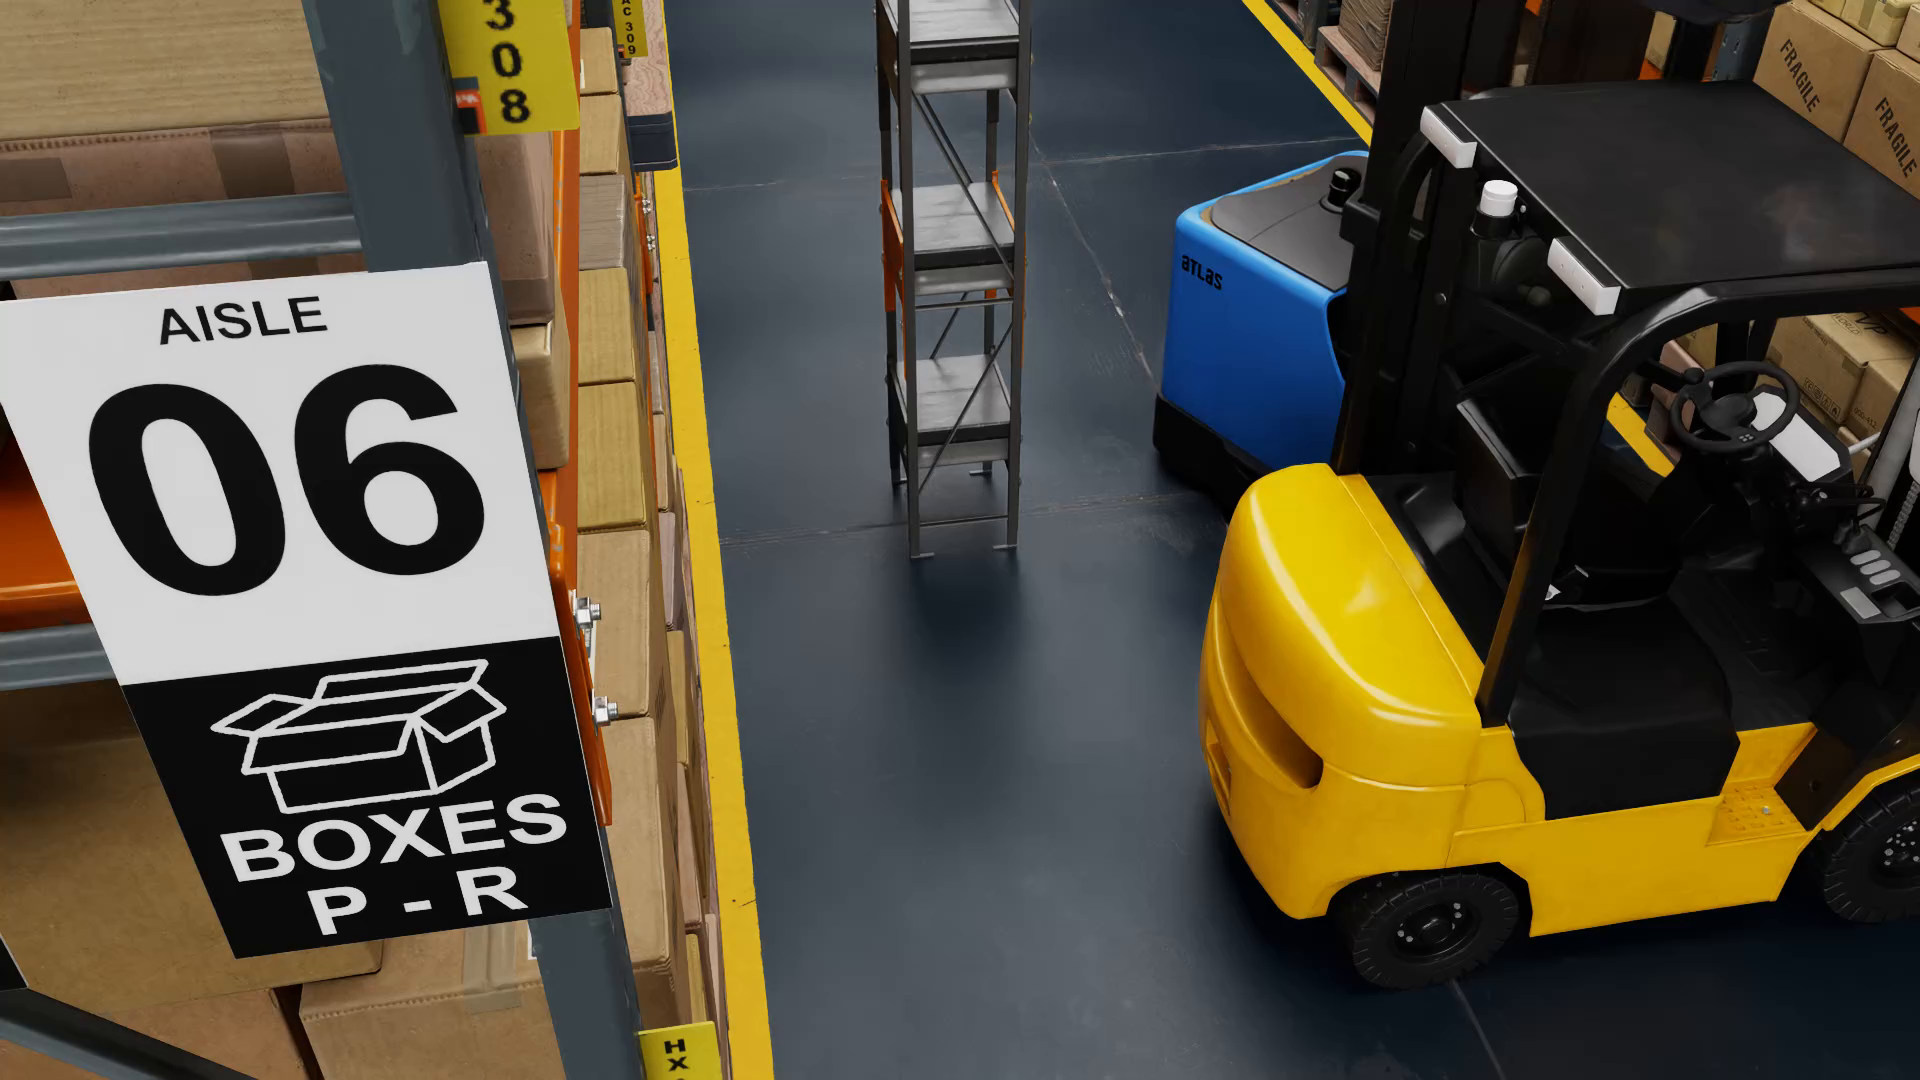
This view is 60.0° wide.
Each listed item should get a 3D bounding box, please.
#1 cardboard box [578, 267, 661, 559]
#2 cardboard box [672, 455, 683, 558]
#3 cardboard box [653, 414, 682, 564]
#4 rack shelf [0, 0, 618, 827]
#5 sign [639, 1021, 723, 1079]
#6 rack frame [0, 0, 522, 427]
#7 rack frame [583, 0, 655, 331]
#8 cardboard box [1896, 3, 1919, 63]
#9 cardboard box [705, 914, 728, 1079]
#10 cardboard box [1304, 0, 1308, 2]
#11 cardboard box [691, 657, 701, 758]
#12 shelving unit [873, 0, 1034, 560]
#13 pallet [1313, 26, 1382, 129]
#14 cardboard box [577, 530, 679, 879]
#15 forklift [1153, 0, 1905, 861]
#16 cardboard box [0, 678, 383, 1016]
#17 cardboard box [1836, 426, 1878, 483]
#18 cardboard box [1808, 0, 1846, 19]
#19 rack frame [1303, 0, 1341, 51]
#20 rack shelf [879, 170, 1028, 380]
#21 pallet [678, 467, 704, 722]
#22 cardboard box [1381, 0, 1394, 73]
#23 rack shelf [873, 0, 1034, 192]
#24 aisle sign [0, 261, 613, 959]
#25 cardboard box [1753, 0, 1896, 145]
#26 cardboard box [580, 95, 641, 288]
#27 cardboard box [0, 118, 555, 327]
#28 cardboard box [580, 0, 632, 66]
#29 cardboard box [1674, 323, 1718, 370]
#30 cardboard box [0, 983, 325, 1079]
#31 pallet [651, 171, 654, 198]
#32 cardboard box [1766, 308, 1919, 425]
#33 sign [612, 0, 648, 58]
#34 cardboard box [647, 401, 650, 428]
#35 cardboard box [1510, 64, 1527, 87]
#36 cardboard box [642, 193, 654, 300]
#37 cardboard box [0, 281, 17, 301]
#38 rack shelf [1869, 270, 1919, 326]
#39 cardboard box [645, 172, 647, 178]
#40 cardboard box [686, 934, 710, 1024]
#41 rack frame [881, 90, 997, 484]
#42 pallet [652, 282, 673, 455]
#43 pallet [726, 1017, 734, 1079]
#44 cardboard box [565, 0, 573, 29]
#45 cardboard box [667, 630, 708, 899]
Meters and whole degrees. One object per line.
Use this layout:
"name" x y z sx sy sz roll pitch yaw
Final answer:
"cardboard box" -0.980 -0.267 3.824 0.500 0.500 0.500 -7 38 -9
"cardboard box" -1.221 -0.035 5.749 0.500 0.250 0.500 -5 38 -6
"cardboard box" -1.131 -0.024 5.124 0.500 0.500 0.500 -6 38 -7
"rack shelf" -1.239 -0.976 3.203 1.077 0.370 4.000 -6 38 -8
"sign" -0.354 0.732 2.157 0.100 0.325 0.005 -6 38 -8
"rack frame" -0.888 -1.237 0.507 1.000 3.000 0.127 -6 38 -8
"rack frame" -1.590 -1.283 5.457 1.000 3.000 0.127 -6 38 -8
"cardboard box" 3.213 -1.584 5.233 0.380 0.149 0.250 -6 38 -8
"cardboard box" -0.840 1.226 4.125 0.500 0.250 0.500 -5 38 -6
"cardboard box" 2.309 -3.647 10.194 0.500 0.500 0.500 -5 38 -7
"cardboard box" -1.034 0.593 4.941 0.500 0.250 0.500 -6 38 -7
"shelving unit" -0.029 -0.929 5.735 0.431 2.100 0.503 -6 38 -8
"pallet" 2.701 -2.633 9.467 1.003 0.211 1.213 -6 38 -8
"cardboard box" -0.792 0.347 3.034 0.500 0.500 0.500 -5 38 -7
"forklift" 2.041 -0.944 5.076 1.130 2.935 3.031 -24 44 -28
"cardboard box" -1.193 0.296 2.285 0.700 0.500 0.500 -7 38 -9
"cardboard box" 3.244 -0.163 5.506 0.500 0.250 0.500 -7 38 -8
"cardboard box" 3.093 -1.894 5.633 0.380 0.149 0.250 -7 38 -9
"rack frame" 2.595 -4.236 9.257 1.000 3.000 0.127 -6 38 -8
"rack shelf" -0.029 -0.918 5.743 0.431 0.518 0.480 -6 38 -8
"pallet" -1.437 0.220 5.795 1.003 0.211 1.213 -6 38 -8
"cardboard box" 2.813 -2.692 8.863 0.875 0.625 0.625 -5 38 -6
"rack shelf" -0.029 -1.471 5.313 0.431 0.518 0.480 -6 38 -8
"aisle sign" -0.572 0.110 1.544 0.394 0.787 0.004 -6 38 -8
"cardboard box" 3.117 -1.563 5.735 0.500 0.500 0.500 -7 38 -9
"cardboard box" -1.170 -0.889 4.625 0.500 0.500 0.500 -5 38 -6
"cardboard box" -0.714 -0.443 1.810 0.500 0.250 0.500 -7 38 -9
"cardboard box" -1.390 -1.920 5.610 0.500 0.500 0.500 -5 38 -7
"cardboard box" 3.077 -0.772 6.290 0.500 0.250 0.500 -6 38 -8
"cardboard box" -1.255 0.677 2.609 0.500 0.500 0.500 -7 38 -9
"pallet" -2.155 -2.126 8.815 1.003 0.211 1.213 -6 38 -8
"cardboard box" 3.152 -0.659 5.737 0.500 0.250 0.500 -6 38 -8
"sign" -1.057 -1.688 5.273 0.100 0.325 0.005 -6 38 -8
"cardboard box" -1.052 -0.410 4.537 0.380 0.149 0.250 -7 38 -9
"cardboard box" 3.065 -1.831 7.755 0.875 0.625 0.625 -7 38 -8
"cardboard box" -1.813 -1.162 7.100 0.950 0.372 0.625 -4 38 -5
"cardboard box" -1.243 -0.390 1.742 0.500 0.250 0.500 -7 38 -9
"rack shelf" 3.647 -0.327 4.813 1.077 0.370 4.000 -6 38 -8
"cardboard box" -2.064 -2.040 8.231 0.950 0.372 0.625 -7 38 -9
"cardboard box" -0.762 1.225 3.516 0.500 0.500 0.500 -7 38 -9
"rack frame" -0.072 -1.077 5.924 0.400 2.100 0.015 -6 38 -8
"pallet" -1.728 -0.652 6.918 1.003 0.211 1.213 -6 38 -8
"pallet" -1.009 1.693 3.898 1.003 0.211 1.213 -6 38 -8
"cardboard box" -0.857 -0.968 2.811 0.380 0.149 0.250 -6 38 -7
"cardboard box" -0.938 0.606 4.313 0.500 0.500 0.500 -6 38 -7
